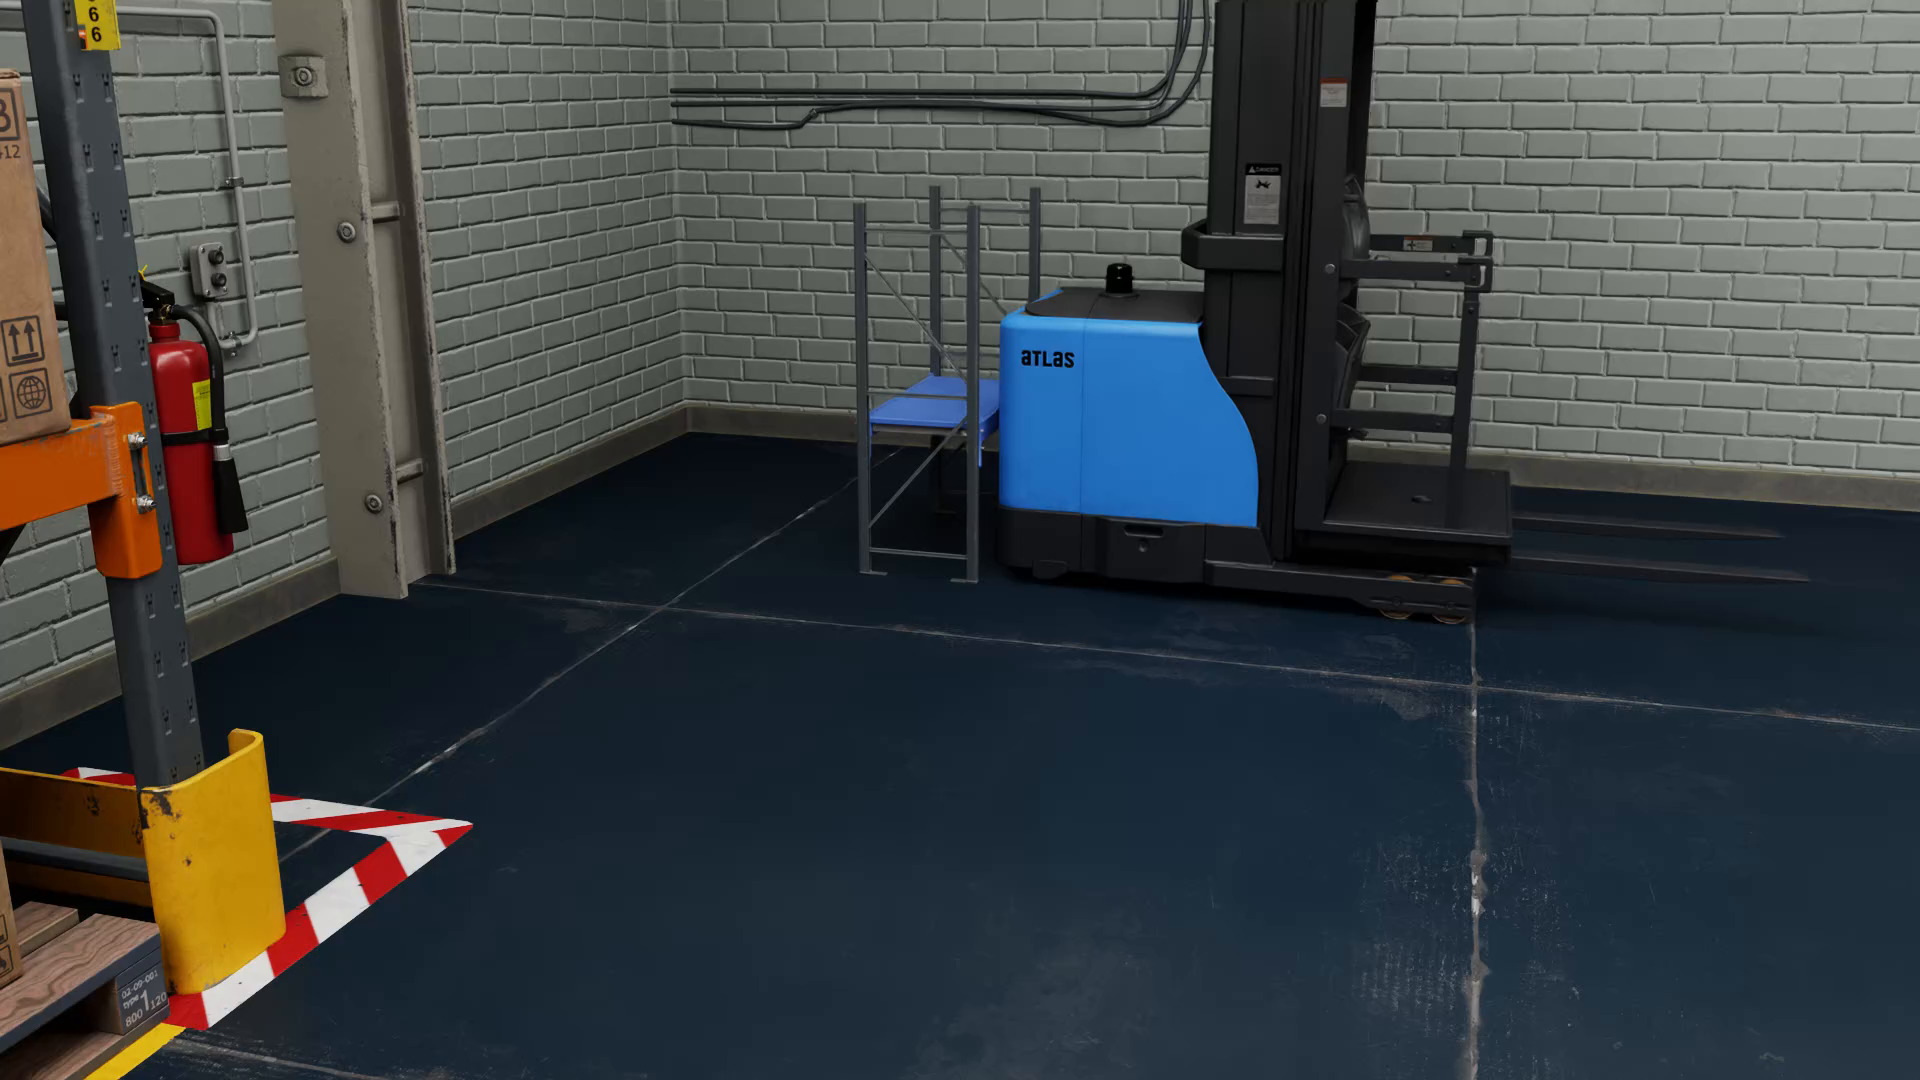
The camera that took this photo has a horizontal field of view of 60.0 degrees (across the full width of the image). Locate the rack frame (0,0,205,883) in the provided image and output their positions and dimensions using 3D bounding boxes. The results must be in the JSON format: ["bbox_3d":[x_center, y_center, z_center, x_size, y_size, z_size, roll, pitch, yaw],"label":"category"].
[{"bbox_3d":[-2.221,-0.502,3.601,1.000,3.000,0.127,5,16,16],"label":"rack frame"}]

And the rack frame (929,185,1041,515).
[{"bbox_3d":[0.109,-0.833,7.519,0.500,1.500,0.032,4,16,15],"label":"rack frame"}]

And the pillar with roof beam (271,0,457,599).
[{"bbox_3d":[1.845,-3.827,4.332,9.100,9.000,0.400,5,16,16],"label":"pillar with roof beam"}]

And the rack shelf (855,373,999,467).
[{"bbox_3d":[-0.030,-0.527,7.097,0.538,0.185,1.000,4,16,15],"label":"rack shelf"}]

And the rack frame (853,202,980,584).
[{"bbox_3d":[-0.169,-0.566,6.578,0.500,1.500,0.032,4,16,15],"label":"rack frame"}]

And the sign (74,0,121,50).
[{"bbox_3d":[-1.704,-1.127,3.249,0.100,0.325,0.005,5,16,16],"label":"sign"}]

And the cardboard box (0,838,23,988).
[{"bbox_3d":[-2.324,0.690,3.212,0.700,0.500,0.500,5,16,16],"label":"cardboard box"}]

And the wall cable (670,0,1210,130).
[{"bbox_3d":[-0.271,-3.346,8.325,3.097,2.526,0.112,5,16,16],"label":"wall cable"}]

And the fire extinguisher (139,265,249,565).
[{"bbox_3d":[-1.735,-0.289,3.675,0.296,0.674,0.183,5,16,16],"label":"fire extinguisher"}]

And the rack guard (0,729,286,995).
[{"bbox_3d":[-2.214,0.695,3.964,1.175,0.500,0.348,5,16,16],"label":"rack guard"}]

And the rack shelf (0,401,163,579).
[{"bbox_3d":[-2.789,0.368,1.854,1.077,0.370,4.000,5,16,16],"label":"rack shelf"}]

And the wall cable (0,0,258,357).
[{"bbox_3d":[-2.764,-1.399,4.902,0.084,1.984,1.851,5,16,16],"label":"wall cable"}]

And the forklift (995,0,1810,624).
[{"bbox_3d":[1.717,-1.257,6.389,3.031,2.935,1.130,5,17,16],"label":"forklift"}]

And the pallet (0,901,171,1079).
[{"bbox_3d":[-2.373,1.055,3.223,1.003,0.211,1.213,5,16,16],"label":"pallet"}]

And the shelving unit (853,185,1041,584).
[{"bbox_3d":[-0.030,-0.700,7.048,0.538,1.500,1.048,4,16,15],"label":"shelving unit"}]

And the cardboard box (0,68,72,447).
[{"bbox_3d":[-2.356,-0.512,3.087,0.980,0.700,0.700,5,17,18],"label":"cardboard box"}]
